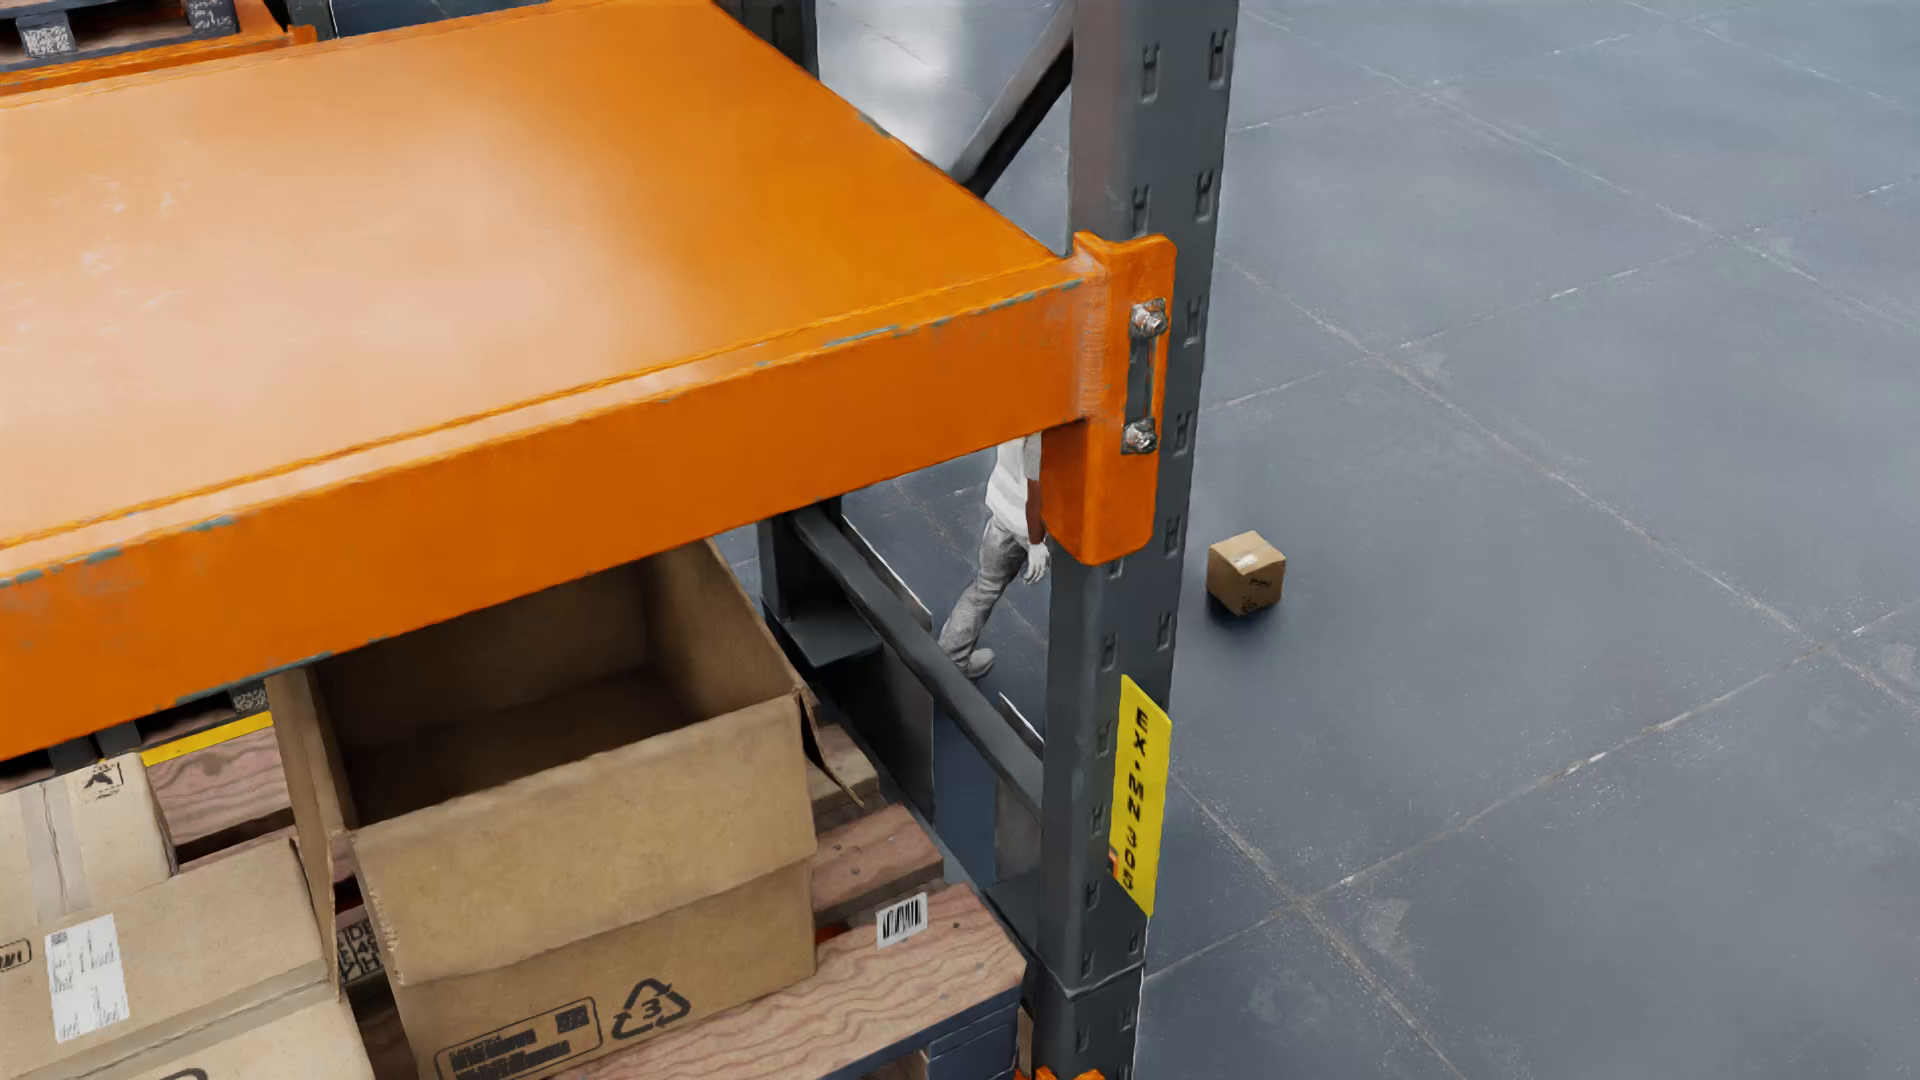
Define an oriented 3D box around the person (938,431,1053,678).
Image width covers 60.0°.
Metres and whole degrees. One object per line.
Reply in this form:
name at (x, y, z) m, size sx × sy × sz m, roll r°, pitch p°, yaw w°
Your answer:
person at (0.339, -0.157, 6.861) m, size 0.956 × 1.755 × 0.634 m, roll -14°, pitch 39°, yaw -18°
